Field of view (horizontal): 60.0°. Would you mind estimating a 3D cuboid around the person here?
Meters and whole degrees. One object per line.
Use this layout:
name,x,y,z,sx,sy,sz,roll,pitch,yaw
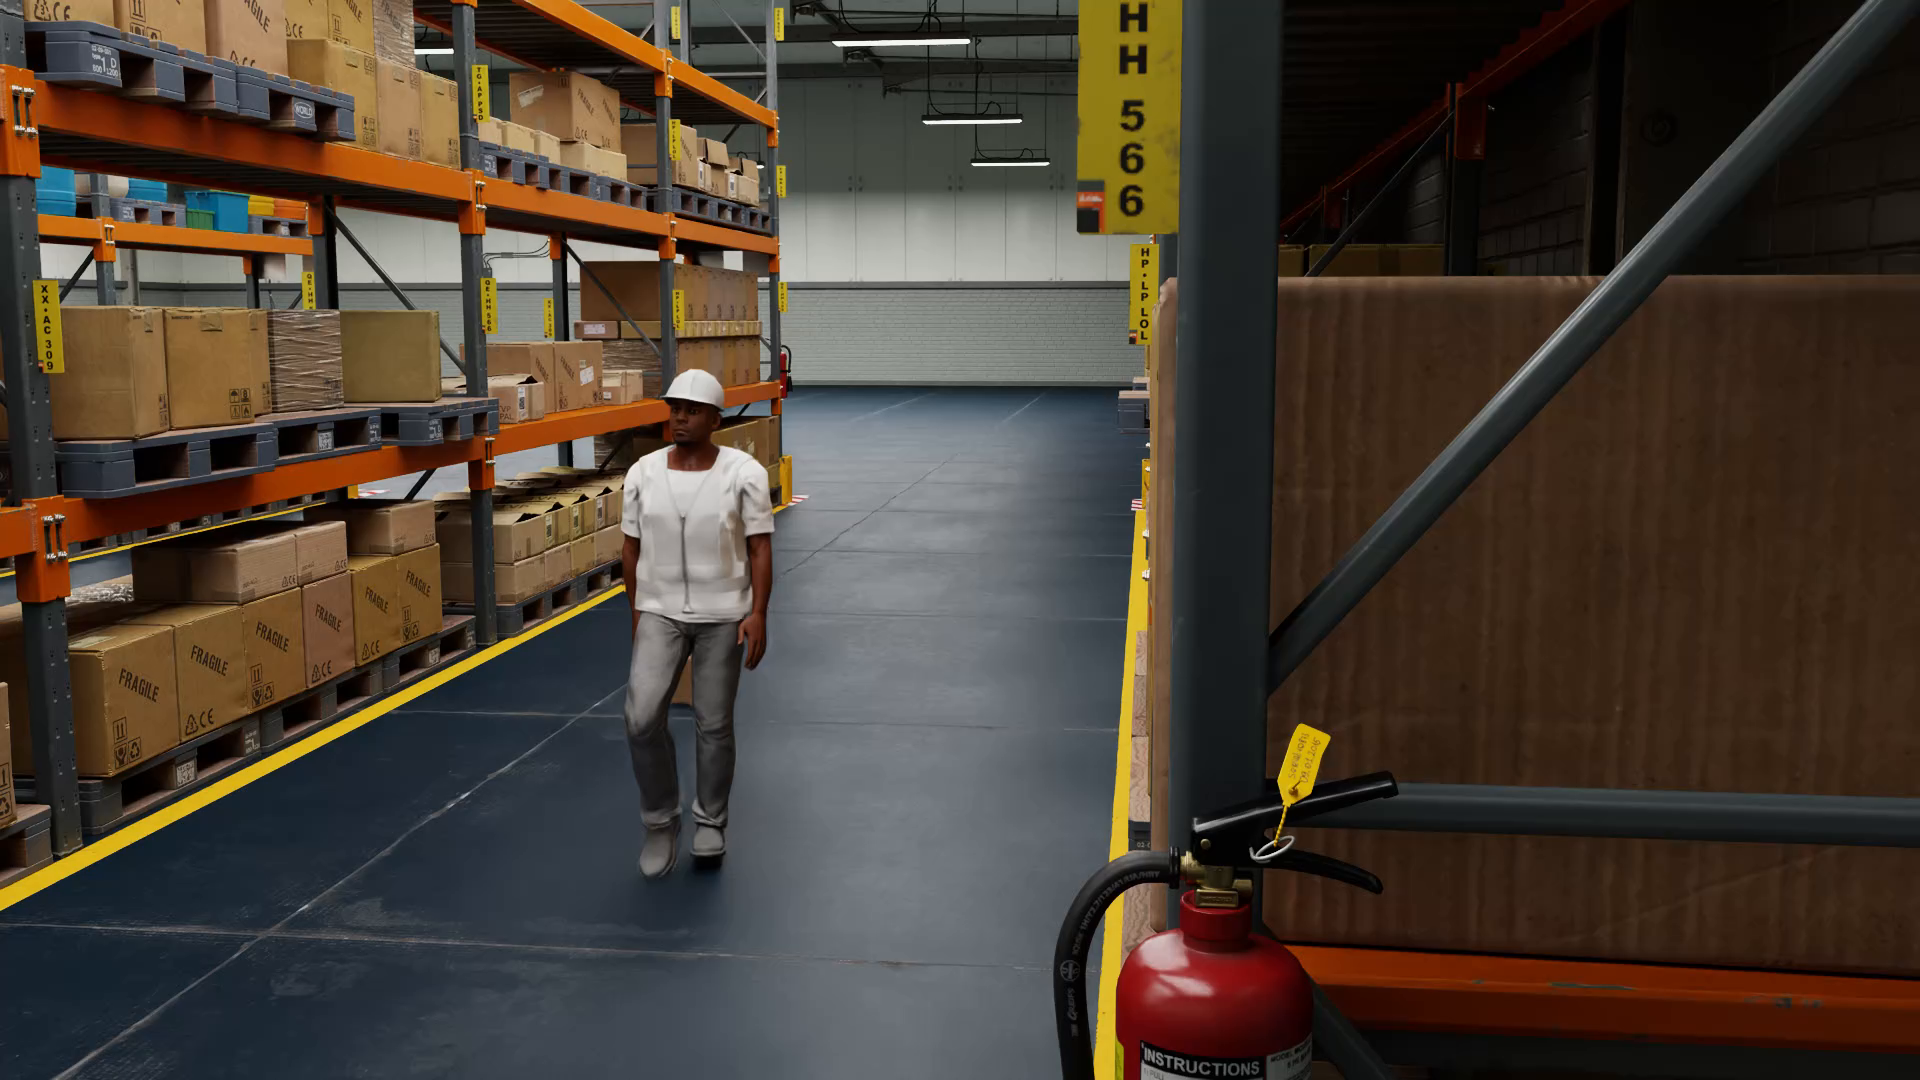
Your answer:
person,-0.943,0.302,5.906,0.566,1.806,0.483,0,8,1
